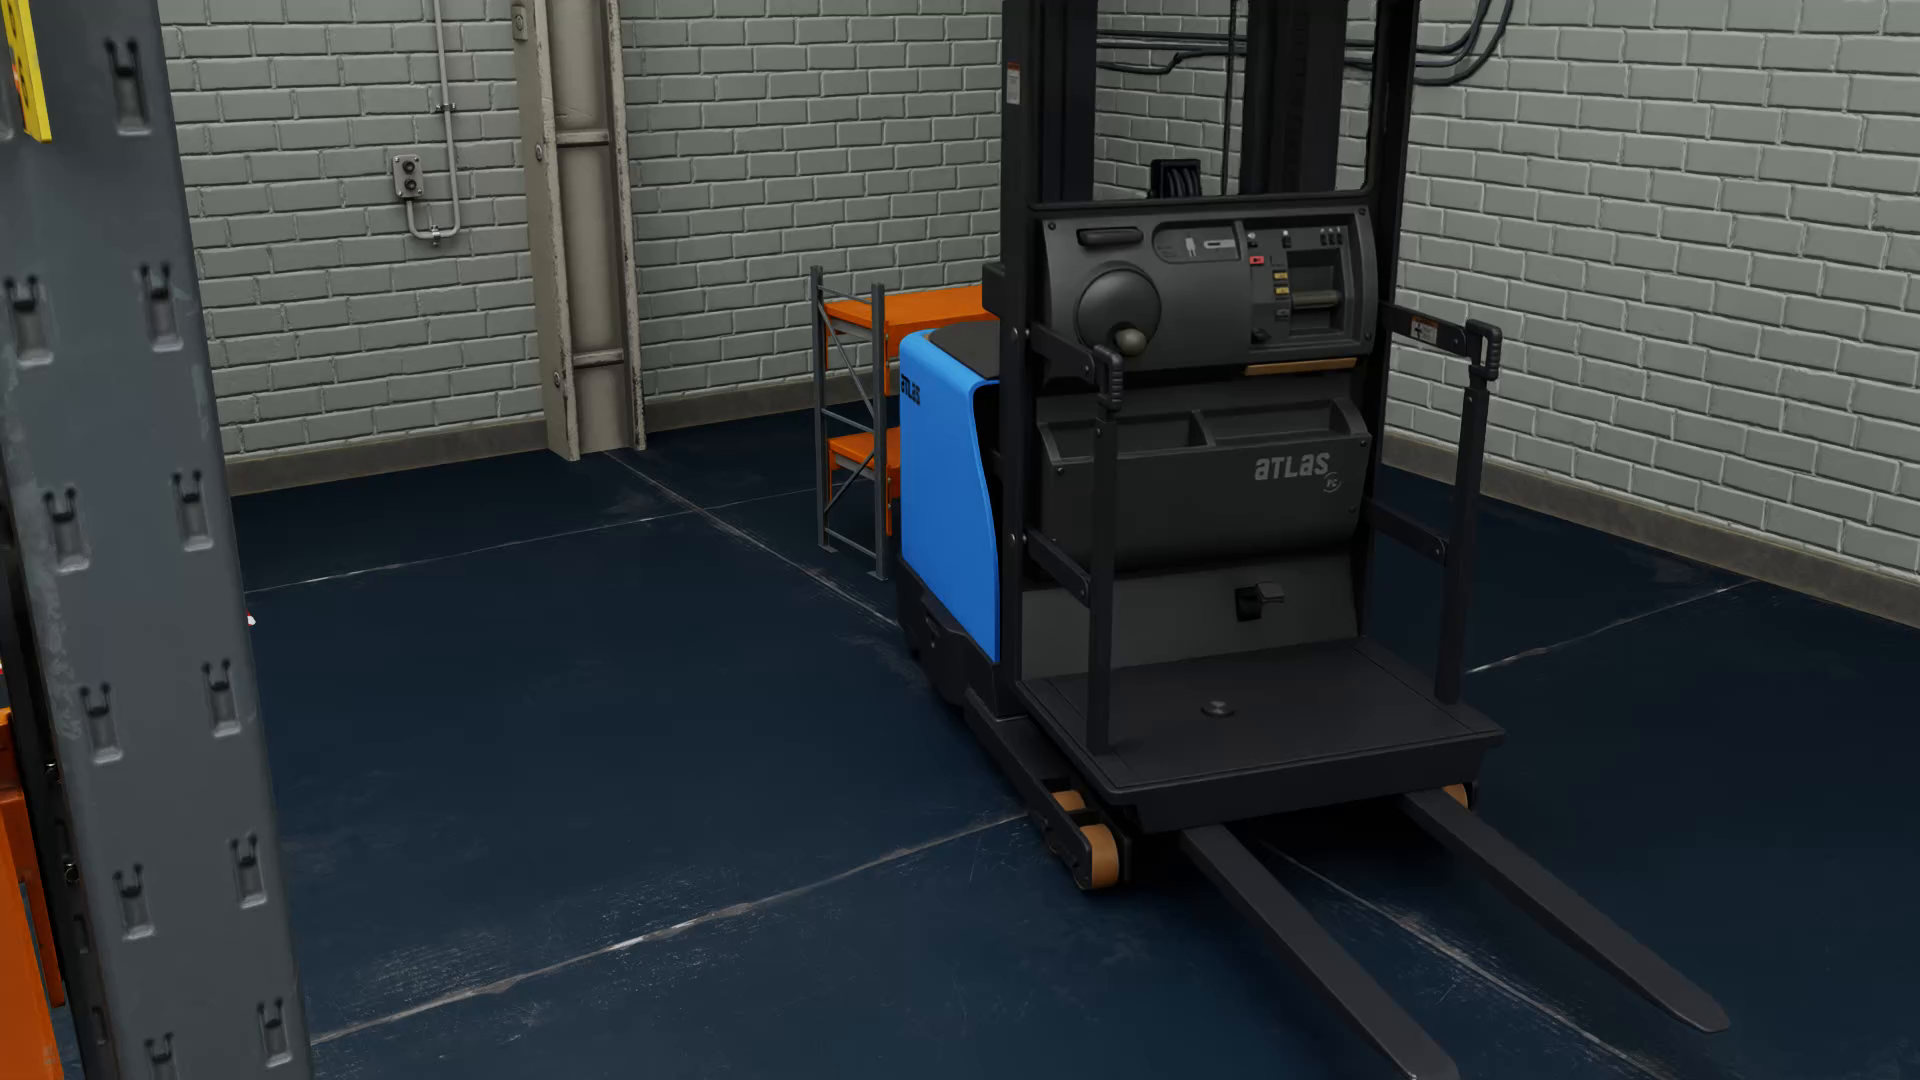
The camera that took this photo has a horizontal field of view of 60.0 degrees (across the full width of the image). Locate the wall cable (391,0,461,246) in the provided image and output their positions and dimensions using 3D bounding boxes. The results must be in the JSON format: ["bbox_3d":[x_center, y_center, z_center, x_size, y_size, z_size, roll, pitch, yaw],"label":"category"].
[{"bbox_3d":[-2.992,-2.121,6.750,1.851,1.984,0.084,-12,22,-31],"label":"wall cable"}]

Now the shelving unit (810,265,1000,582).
[{"bbox_3d":[0.006,-0.534,6.568,1.048,1.125,0.538,-12,22,-31],"label":"shelving unit"}]

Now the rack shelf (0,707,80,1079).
[{"bbox_3d":[-2.484,0.856,0.653,4.000,0.370,1.077,-12,22,-31],"label":"rack shelf"}]

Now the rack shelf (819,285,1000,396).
[{"bbox_3d":[0.006,-0.811,6.474,1.000,0.278,0.538,-12,22,-31],"label":"rack shelf"}]

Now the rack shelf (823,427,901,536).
[{"bbox_3d":[0.006,-0.302,6.646,1.000,0.278,0.538,-12,22,-31],"label":"rack shelf"}]

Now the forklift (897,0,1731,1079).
[{"bbox_3d":[0.724,-0.657,4.110,1.130,2.935,3.031,-6,20,-17],"label":"forklift"}]

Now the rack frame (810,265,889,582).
[{"bbox_3d":[-0.419,-0.445,6.303,0.032,1.125,0.500,-12,22,-31],"label":"rack frame"}]

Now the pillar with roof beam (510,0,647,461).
[{"bbox_3d":[0.606,-3.559,3.221,0.400,9.000,9.100,-12,22,-31],"label":"pillar with roof beam"}]

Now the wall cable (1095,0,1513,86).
[{"bbox_3d":[1.379,-3.433,7.698,0.112,2.526,3.097,-12,22,-31],"label":"wall cable"}]

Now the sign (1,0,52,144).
[{"bbox_3d":[-0.525,-0.383,0.894,0.005,0.325,0.100,-12,22,-31],"label":"sign"}]
